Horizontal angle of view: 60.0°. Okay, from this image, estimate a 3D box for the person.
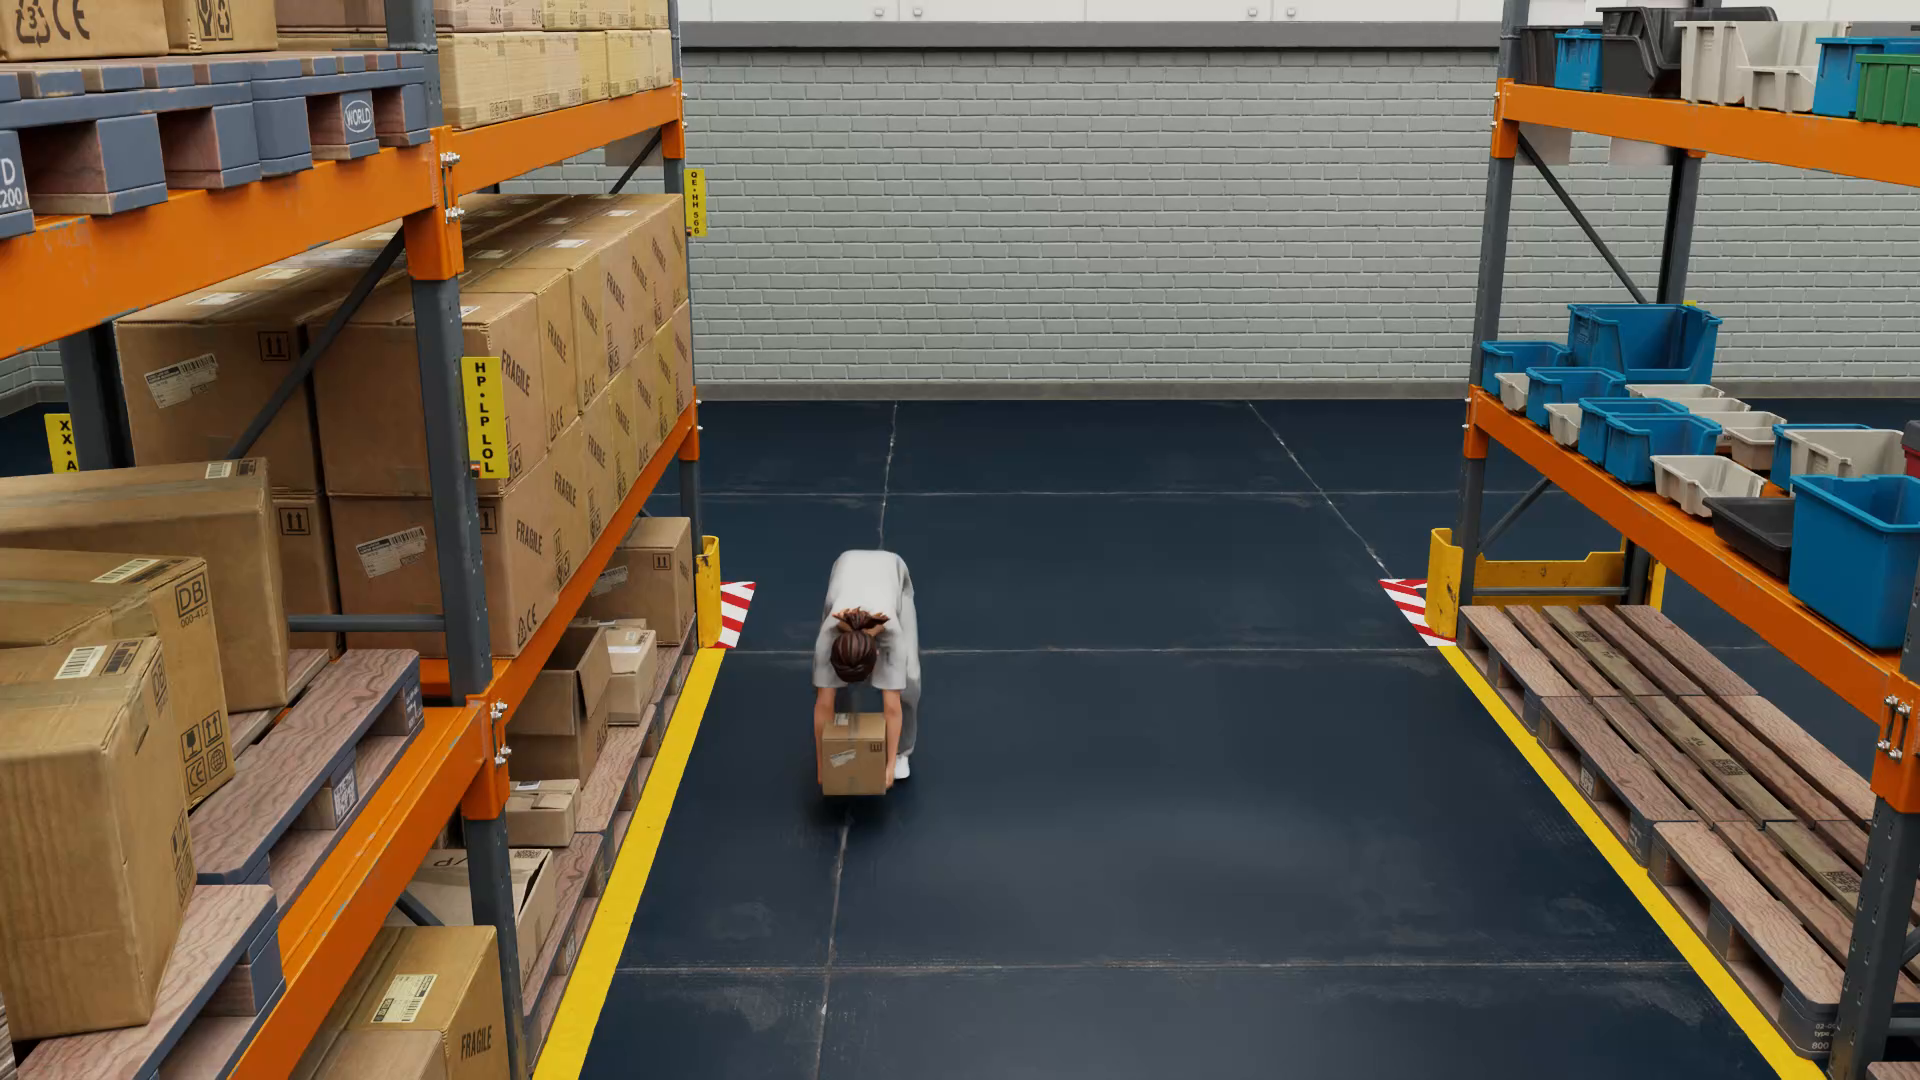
[{"bbox_3d":[-0.396,0.577,6.888,0.458,0.962,0.858,1,17,4],"label":"person"}]
